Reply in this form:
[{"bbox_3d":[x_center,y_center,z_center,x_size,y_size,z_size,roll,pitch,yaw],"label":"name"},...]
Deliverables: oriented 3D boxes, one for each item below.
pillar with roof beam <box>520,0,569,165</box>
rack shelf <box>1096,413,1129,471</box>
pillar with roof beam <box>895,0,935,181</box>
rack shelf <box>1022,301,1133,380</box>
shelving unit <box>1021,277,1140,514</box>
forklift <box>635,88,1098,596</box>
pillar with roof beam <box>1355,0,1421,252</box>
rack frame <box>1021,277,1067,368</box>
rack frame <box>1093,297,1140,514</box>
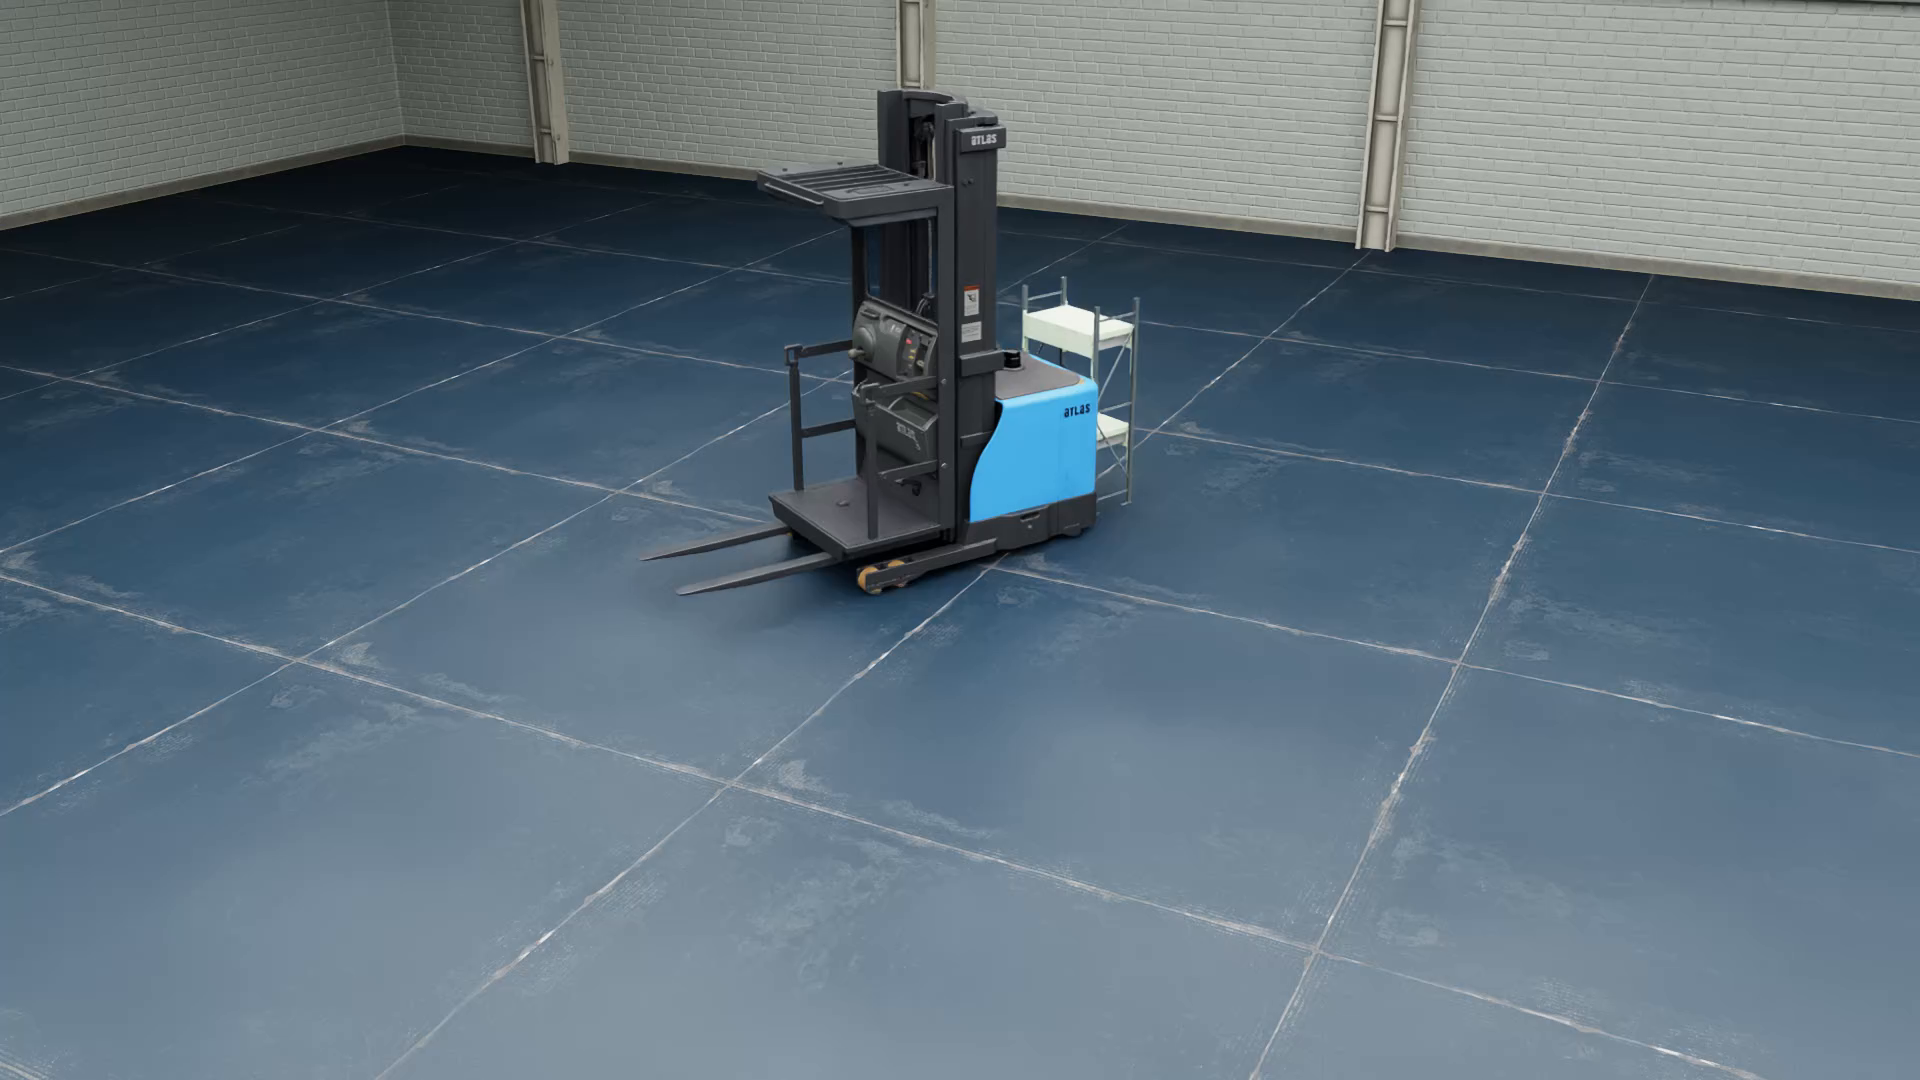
[{"bbox_3d":[-7.858,-8.133,18.876,0.400,9.000,9.100,11,25,25],"label":"pillar with roof beam"},{"bbox_3d":[0.828,-0.719,11.855,0.431,0.370,0.720,-18,29,-35],"label":"rack shelf"},{"bbox_3d":[-2.503,-7.074,16.385,0.400,9.000,9.100,11,25,25],"label":"pillar with roof beam"},{"bbox_3d":[0.826,-1.377,11.574,0.431,0.370,0.720,-18,29,-35],"label":"rack shelf"},{"bbox_3d":[0.827,-1.018,11.727,0.431,1.500,0.755,-18,29,-35],"label":"shelving unit"},{"bbox_3d":[-0.587,-1.247,10.437,3.031,2.935,1.130,-14,27,-30],"label":"forklift"},{"bbox_3d":[2.851,-6.014,13.893,0.400,9.000,9.100,11,25,25],"label":"pillar with roof beam"},{"bbox_3d":[0.597,-1.130,11.989,0.400,1.500,0.023,-18,29,-35],"label":"rack frame"},{"bbox_3d":[1.057,-0.907,11.465,0.400,1.500,0.023,-18,29,-35],"label":"rack frame"}]
